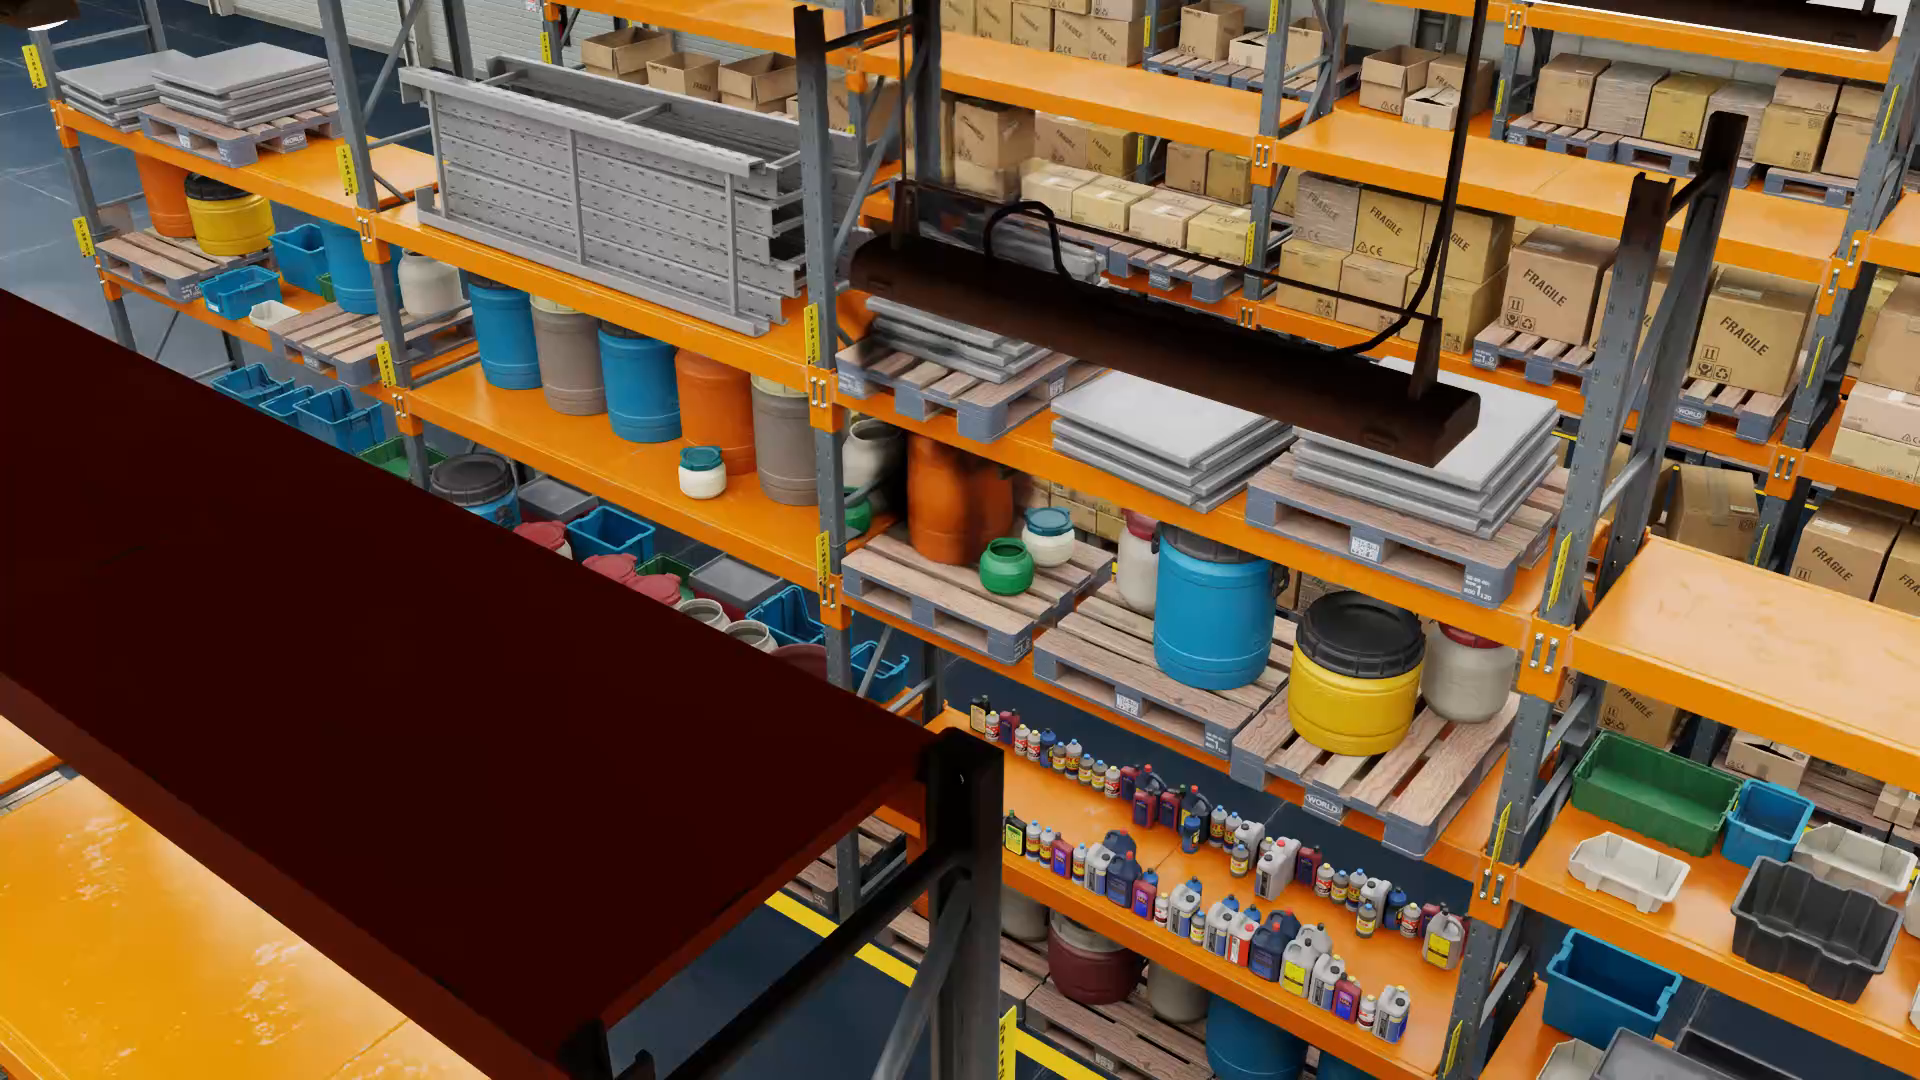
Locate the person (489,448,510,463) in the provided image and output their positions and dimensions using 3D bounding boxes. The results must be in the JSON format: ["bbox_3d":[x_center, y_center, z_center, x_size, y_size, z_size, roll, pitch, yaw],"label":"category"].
[{"bbox_3d":[-4.087,-1.104,15.374,1.061,1.801,0.720,17,35,25],"label":"person"}]
